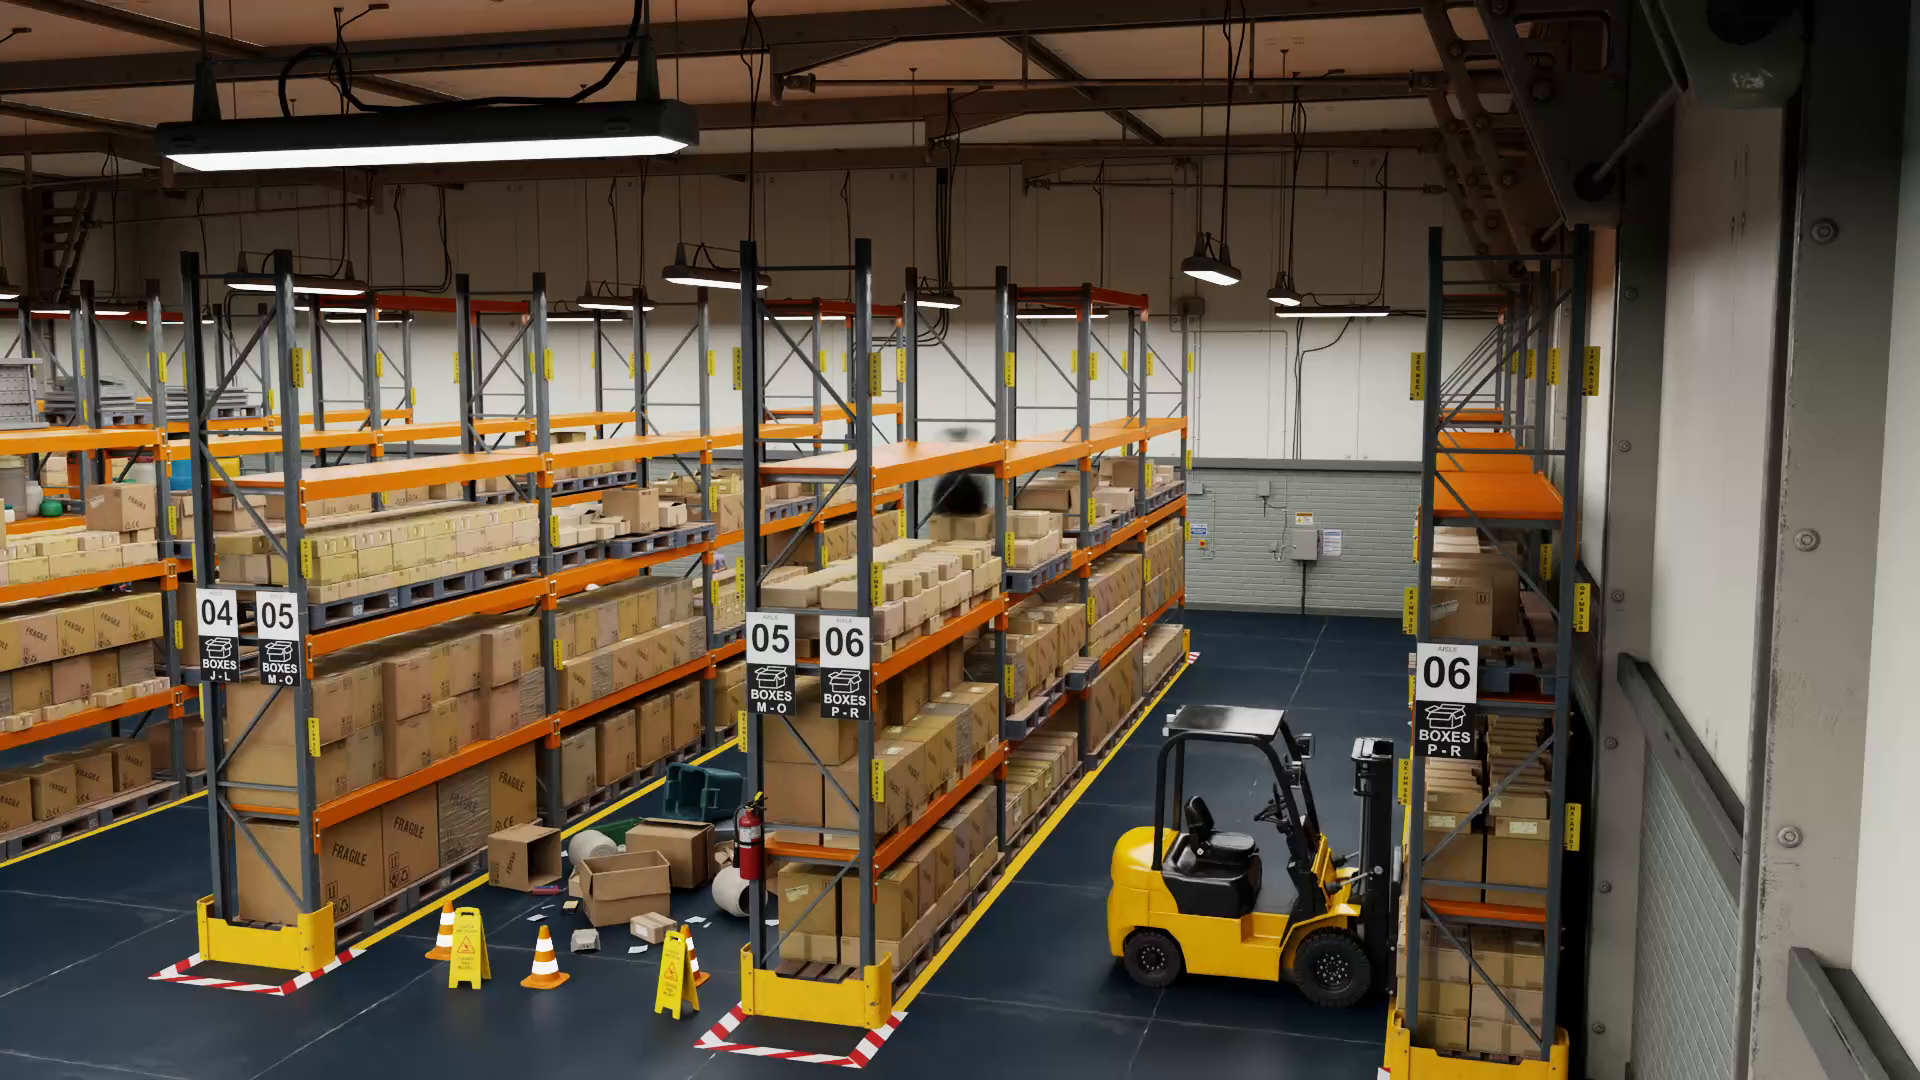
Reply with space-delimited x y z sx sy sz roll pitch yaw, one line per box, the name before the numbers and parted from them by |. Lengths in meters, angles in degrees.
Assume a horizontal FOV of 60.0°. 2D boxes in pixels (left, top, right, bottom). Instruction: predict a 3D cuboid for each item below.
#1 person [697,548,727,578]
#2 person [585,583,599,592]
person | -4.757 0.796 32.008 0.646 1.642 0.854 3 7 27
person | -5.420 1.516 24.712 0.642 1.766 0.777 2 7 16
